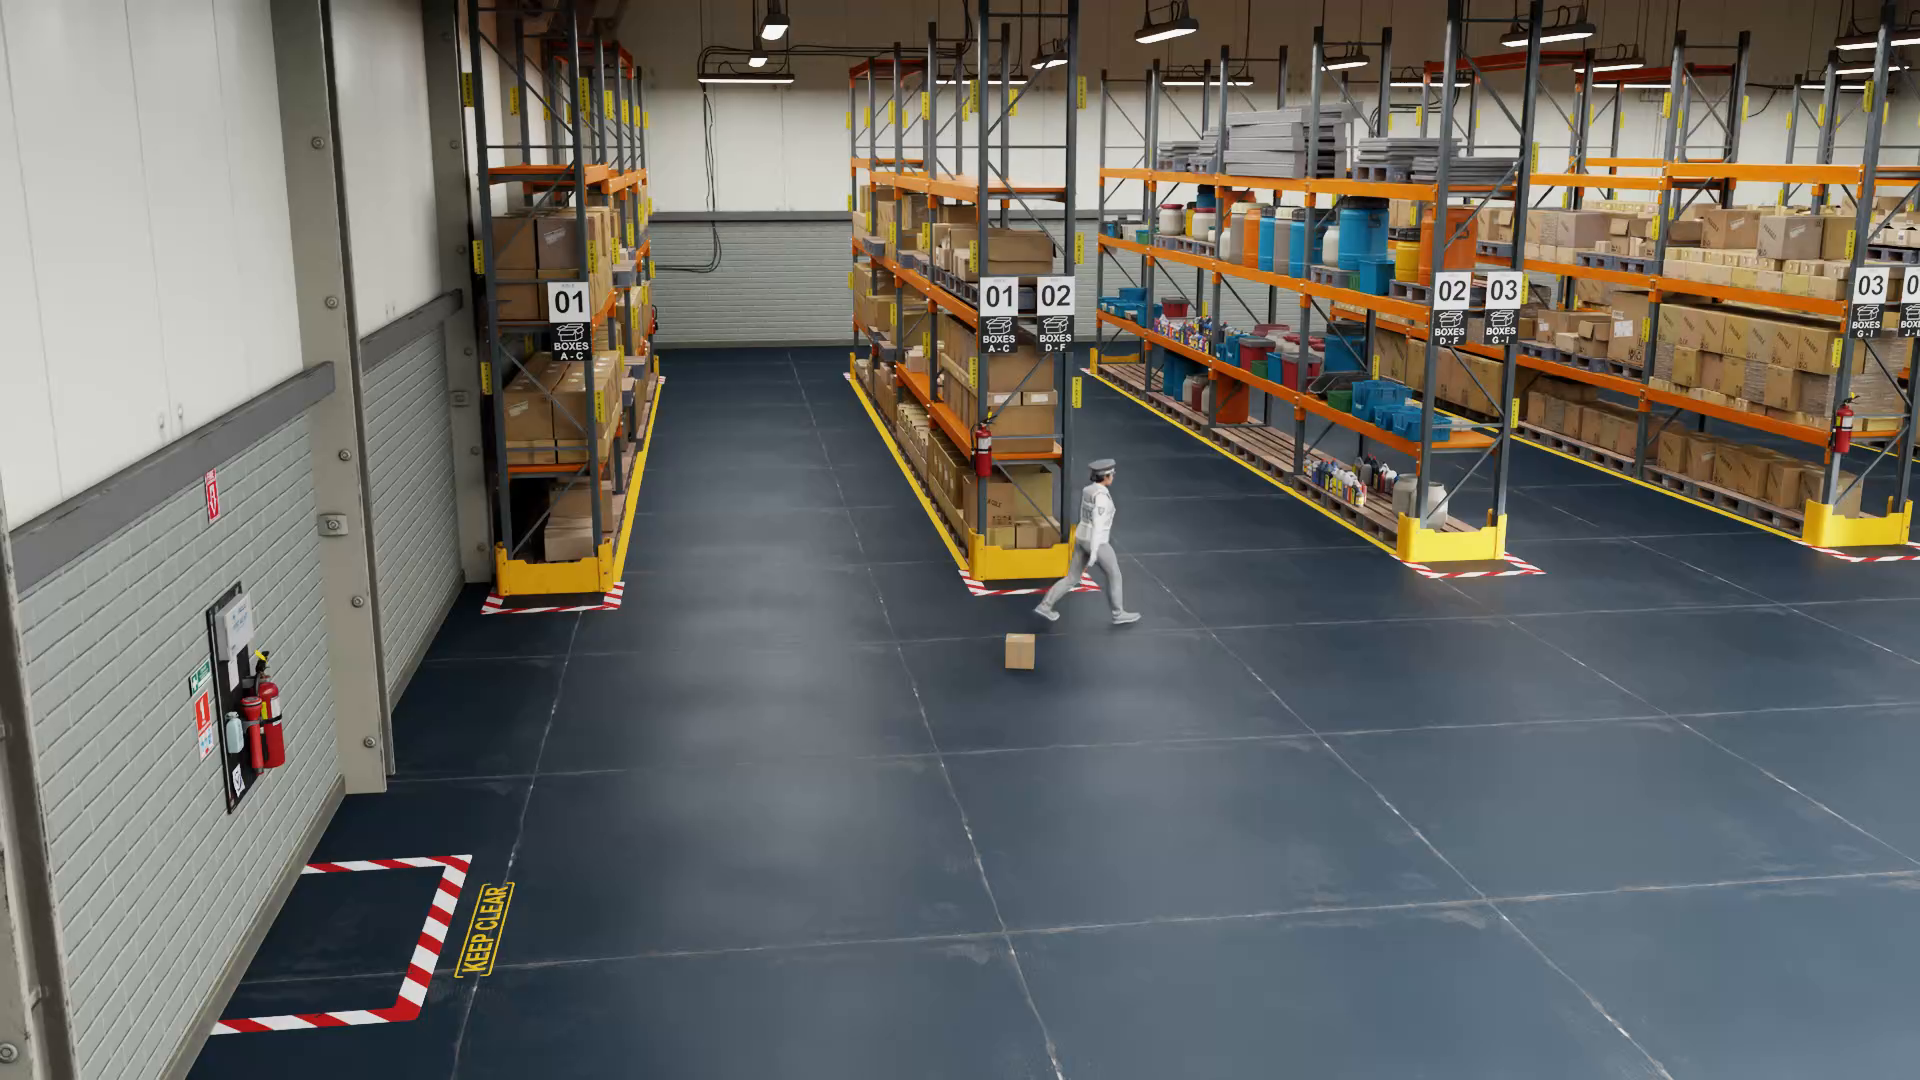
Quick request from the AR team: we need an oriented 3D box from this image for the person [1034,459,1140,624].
[{"bbox_3d":[1.218,0.028,15.907,1.050,1.611,0.487,-6,14,-23],"label":"person"}]
